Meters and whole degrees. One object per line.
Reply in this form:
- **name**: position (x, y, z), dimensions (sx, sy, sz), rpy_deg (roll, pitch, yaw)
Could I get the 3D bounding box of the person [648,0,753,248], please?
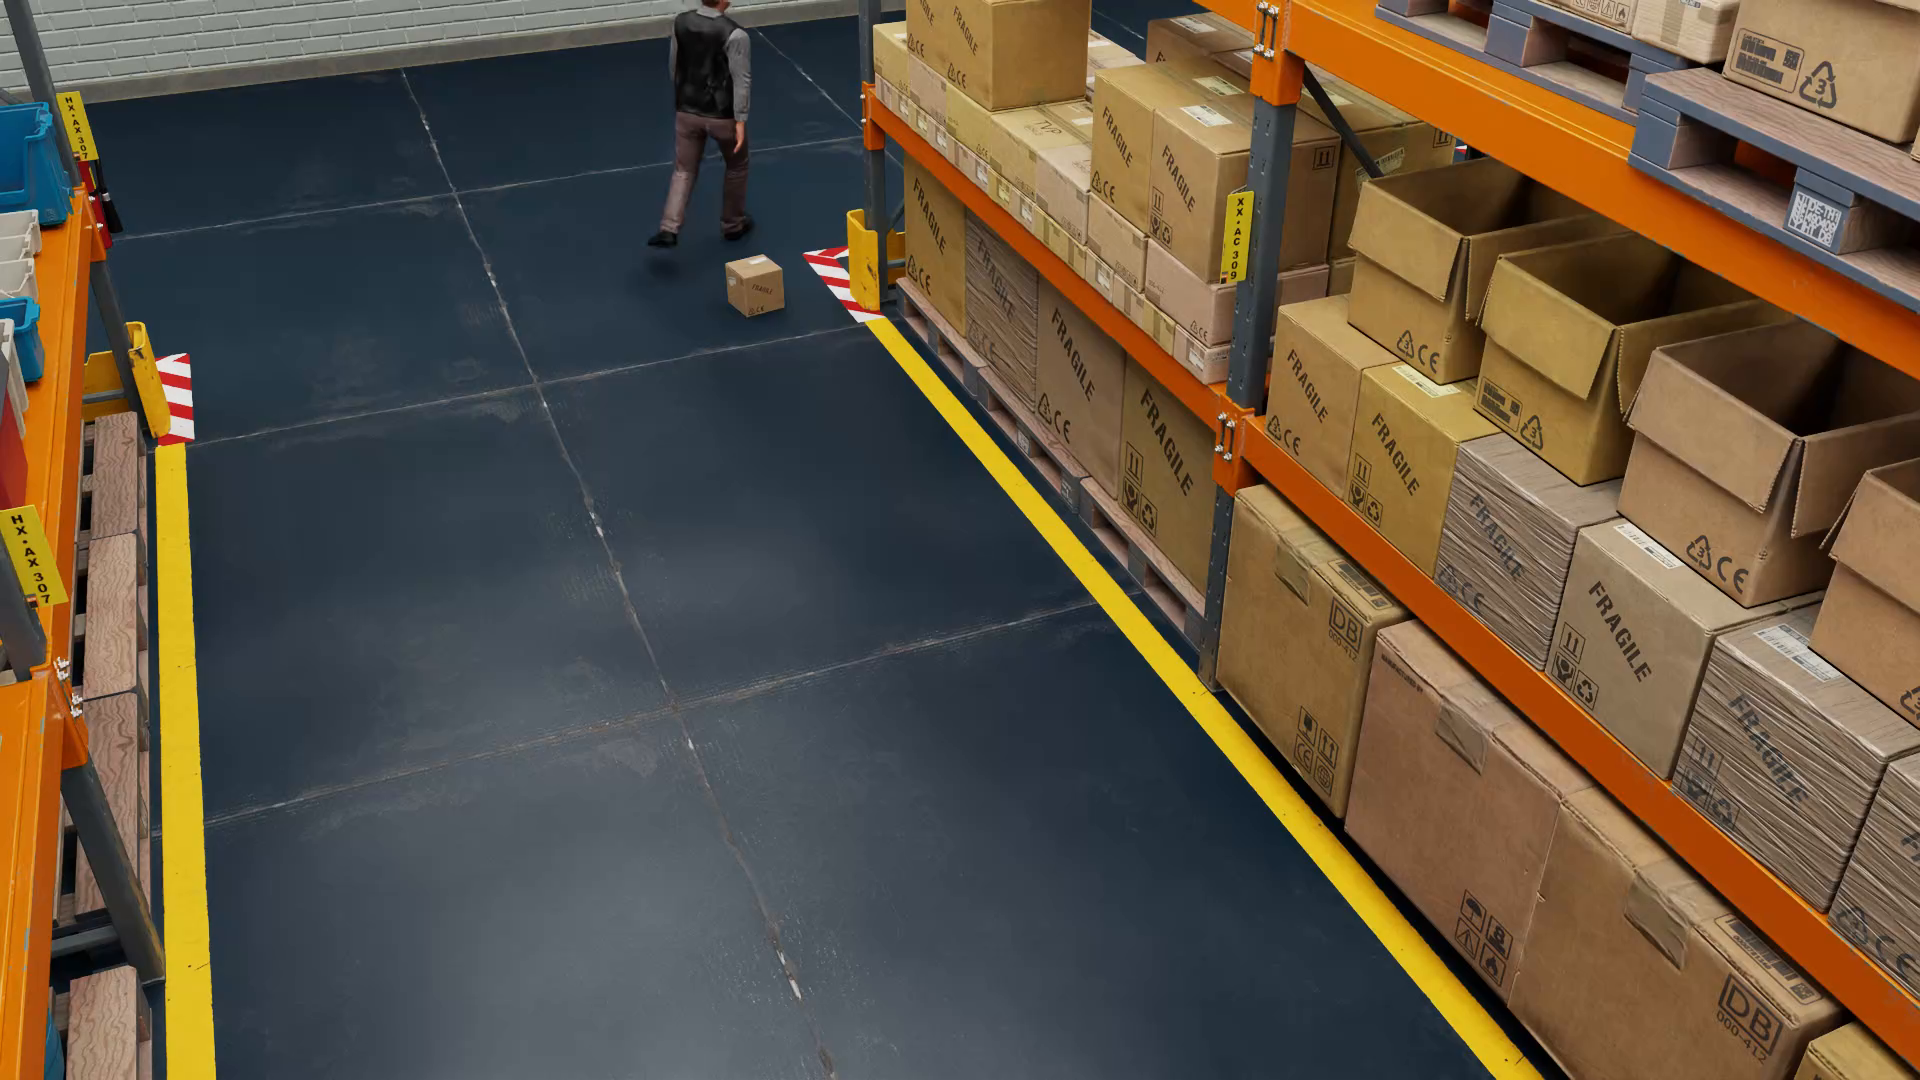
- **person**: position (-1.550, -2.555, 10.068), dimensions (0.621, 1.696, 0.870), rpy_deg (10, 35, 15)
